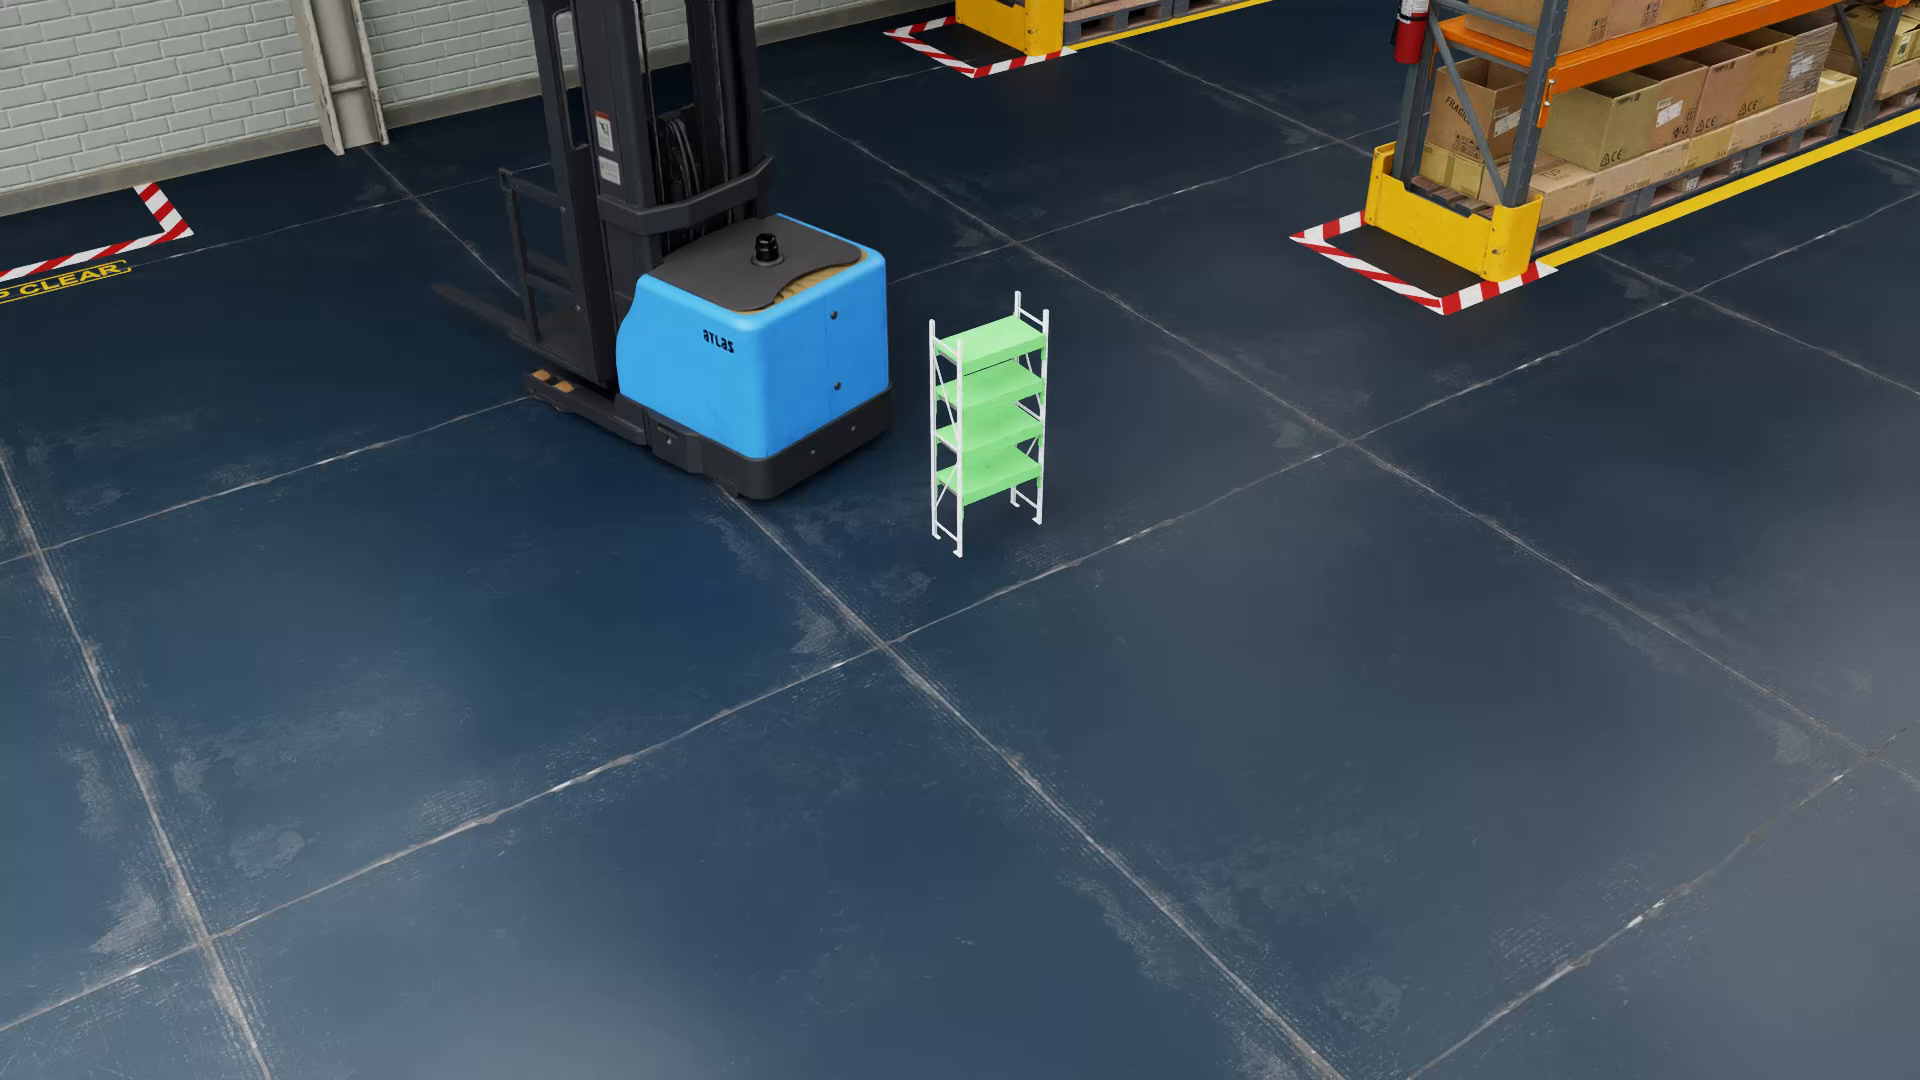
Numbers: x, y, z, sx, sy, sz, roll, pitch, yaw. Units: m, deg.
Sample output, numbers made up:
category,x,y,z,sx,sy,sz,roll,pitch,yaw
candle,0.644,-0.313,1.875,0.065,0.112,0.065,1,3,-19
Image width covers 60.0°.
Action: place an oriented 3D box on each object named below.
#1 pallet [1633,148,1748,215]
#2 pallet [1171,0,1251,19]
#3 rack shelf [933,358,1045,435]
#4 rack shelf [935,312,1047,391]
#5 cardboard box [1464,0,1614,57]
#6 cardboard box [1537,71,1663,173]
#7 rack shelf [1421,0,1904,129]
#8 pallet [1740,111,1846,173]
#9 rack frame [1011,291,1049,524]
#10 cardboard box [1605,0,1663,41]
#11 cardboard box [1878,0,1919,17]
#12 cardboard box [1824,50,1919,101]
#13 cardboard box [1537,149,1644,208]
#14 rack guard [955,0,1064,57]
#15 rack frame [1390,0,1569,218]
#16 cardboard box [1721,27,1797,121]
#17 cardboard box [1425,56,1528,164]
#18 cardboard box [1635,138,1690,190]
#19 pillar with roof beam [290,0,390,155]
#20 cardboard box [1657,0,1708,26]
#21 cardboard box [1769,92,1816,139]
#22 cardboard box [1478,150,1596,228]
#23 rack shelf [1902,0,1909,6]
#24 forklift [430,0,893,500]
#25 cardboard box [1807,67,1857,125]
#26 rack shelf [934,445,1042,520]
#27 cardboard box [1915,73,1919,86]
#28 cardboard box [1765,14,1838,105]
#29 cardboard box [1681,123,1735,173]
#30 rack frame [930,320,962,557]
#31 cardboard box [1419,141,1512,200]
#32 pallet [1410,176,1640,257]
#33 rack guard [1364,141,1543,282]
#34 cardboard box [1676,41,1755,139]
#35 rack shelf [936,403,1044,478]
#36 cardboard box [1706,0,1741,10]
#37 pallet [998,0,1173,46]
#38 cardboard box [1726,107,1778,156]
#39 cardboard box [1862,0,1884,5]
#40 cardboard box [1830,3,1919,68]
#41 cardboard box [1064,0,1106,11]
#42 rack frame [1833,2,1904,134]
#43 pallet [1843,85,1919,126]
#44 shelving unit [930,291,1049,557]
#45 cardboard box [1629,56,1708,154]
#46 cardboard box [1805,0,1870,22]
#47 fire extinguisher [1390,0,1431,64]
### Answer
category,x,y,z,sx,sy,sz,roll,pitch,yaw
pallet,4.803,-2.730,11.865,1.213,0.211,1.003,-22,41,-28
pallet,2.092,-5.097,15.157,1.213,0.211,1.003,-22,41,-28
rack shelf,0.135,-0.686,7.874,0.480,0.148,0.258,-22,41,-28
rack shelf,0.135,-0.881,7.734,0.480,0.148,0.258,-22,41,-28
cardboard box,3.594,-3.368,10.279,0.500,0.500,0.700,-22,41,-28
cardboard box,4.180,-2.779,10.897,0.500,0.500,0.500,-22,41,-28
rack shelf,4.840,-3.557,11.243,4.000,0.370,1.077,-22,41,-28
pallet,5.801,-3.143,12.439,1.213,0.211,1.003,-22,41,-28
rack frame,0.335,-0.625,8.091,0.015,1.200,0.240,-22,41,-28
cardboard box,4.021,-3.547,10.527,0.500,0.500,0.700,-21,41,-27
cardboard box,7.369,-3.990,12.744,0.500,0.311,0.500,-23,42,-28
cardboard box,6.948,-3.594,12.673,0.500,0.250,0.500,-23,42,-29
cardboard box,4.179,-2.475,11.118,0.500,0.250,0.500,-22,41,-28
rack guard,0.411,-4.550,14.149,0.348,0.500,1.175,-22,41,-28
rack frame,3.206,-3.177,10.098,0.127,3.000,1.000,-22,41,-28
cardboard box,5.400,-3.288,11.605,0.500,0.500,0.500,-22,41,-28
cardboard box,3.472,-2.858,11.007,0.500,0.500,0.500,-22,41,-28
cardboard box,4.588,-2.643,11.351,0.500,0.250,0.500,-22,41,-28
pillar with roof beam,-2.002,-4.551,6.870,0.400,9.000,9.100,-22,41,-28
cardboard box,4.430,-3.711,10.756,0.500,0.500,0.700,-22,41,-28
cardboard box,5.808,-3.153,12.060,0.500,0.250,0.500,-22,41,-28
cardboard box,3.772,-2.305,10.881,0.500,0.250,0.500,-22,41,-28
rack shelf,8.110,-4.903,13.114,4.000,0.370,1.077,-22,41,-28
forklift,-1.814,-2.112,8.677,3.031,2.935,1.130,26,43,32
cardboard box,6.222,-3.316,12.287,0.500,0.250,0.500,-22,41,-28
rack shelf,0.135,-0.296,8.155,0.480,0.148,0.258,-22,41,-28
cardboard box,7.366,-3.765,12.911,0.500,0.250,0.500,-21,41,-27
cardboard box,5.807,-3.458,11.842,0.500,0.500,0.500,-22,41,-28
cardboard box,4.999,-2.809,11.582,0.500,0.250,0.500,-22,41,-28
rack frame,-0.064,-0.461,7.863,0.015,1.200,0.240,-22,41,-28
cardboard box,3.474,-2.552,11.225,0.500,0.250,0.500,-22,41,-28
pallet,3.806,-2.322,11.297,1.213,0.211,1.003,-22,41,-28
rack guard,3.186,-2.154,10.816,0.348,0.500,1.175,-22,41,-28
cardboard box,5.000,-3.113,11.362,0.500,0.500,0.500,-22,41,-28
rack shelf,0.135,-0.491,8.014,0.480,0.148,0.258,-22,41,-28
cardboard box,4.858,-3.890,11.004,0.500,0.500,0.700,-21,41,-27
pallet,1.095,-4.690,14.590,1.213,0.211,1.003,-22,41,-28
cardboard box,5.407,-2.977,11.816,0.500,0.250,0.500,-22,41,-28
cardboard box,7.063,-4.255,13.112,0.500,0.311,0.500,-21,41,-27
cardboard box,6.956,-3.824,12.513,0.500,0.311,0.500,-22,41,-28
cardboard box,0.966,-4.816,14.304,0.500,0.311,0.500,-28,44,-33
rack frame,6.475,-4.522,11.969,0.127,3.000,1.000,-22,41,-28
pallet,7.055,-3.657,13.153,1.213,0.211,1.003,-22,41,-28
shelving unit,0.135,-0.543,7.977,0.503,1.200,0.258,-22,41,-28
cardboard box,4.581,-2.953,11.140,0.500,0.500,0.500,-22,41,-28
cardboard box,6.641,-4.077,12.865,0.500,0.311,0.500,-22,41,-28
fire extinguisher,2.841,-3.327,10.373,0.183,0.674,0.296,-22,41,-28
